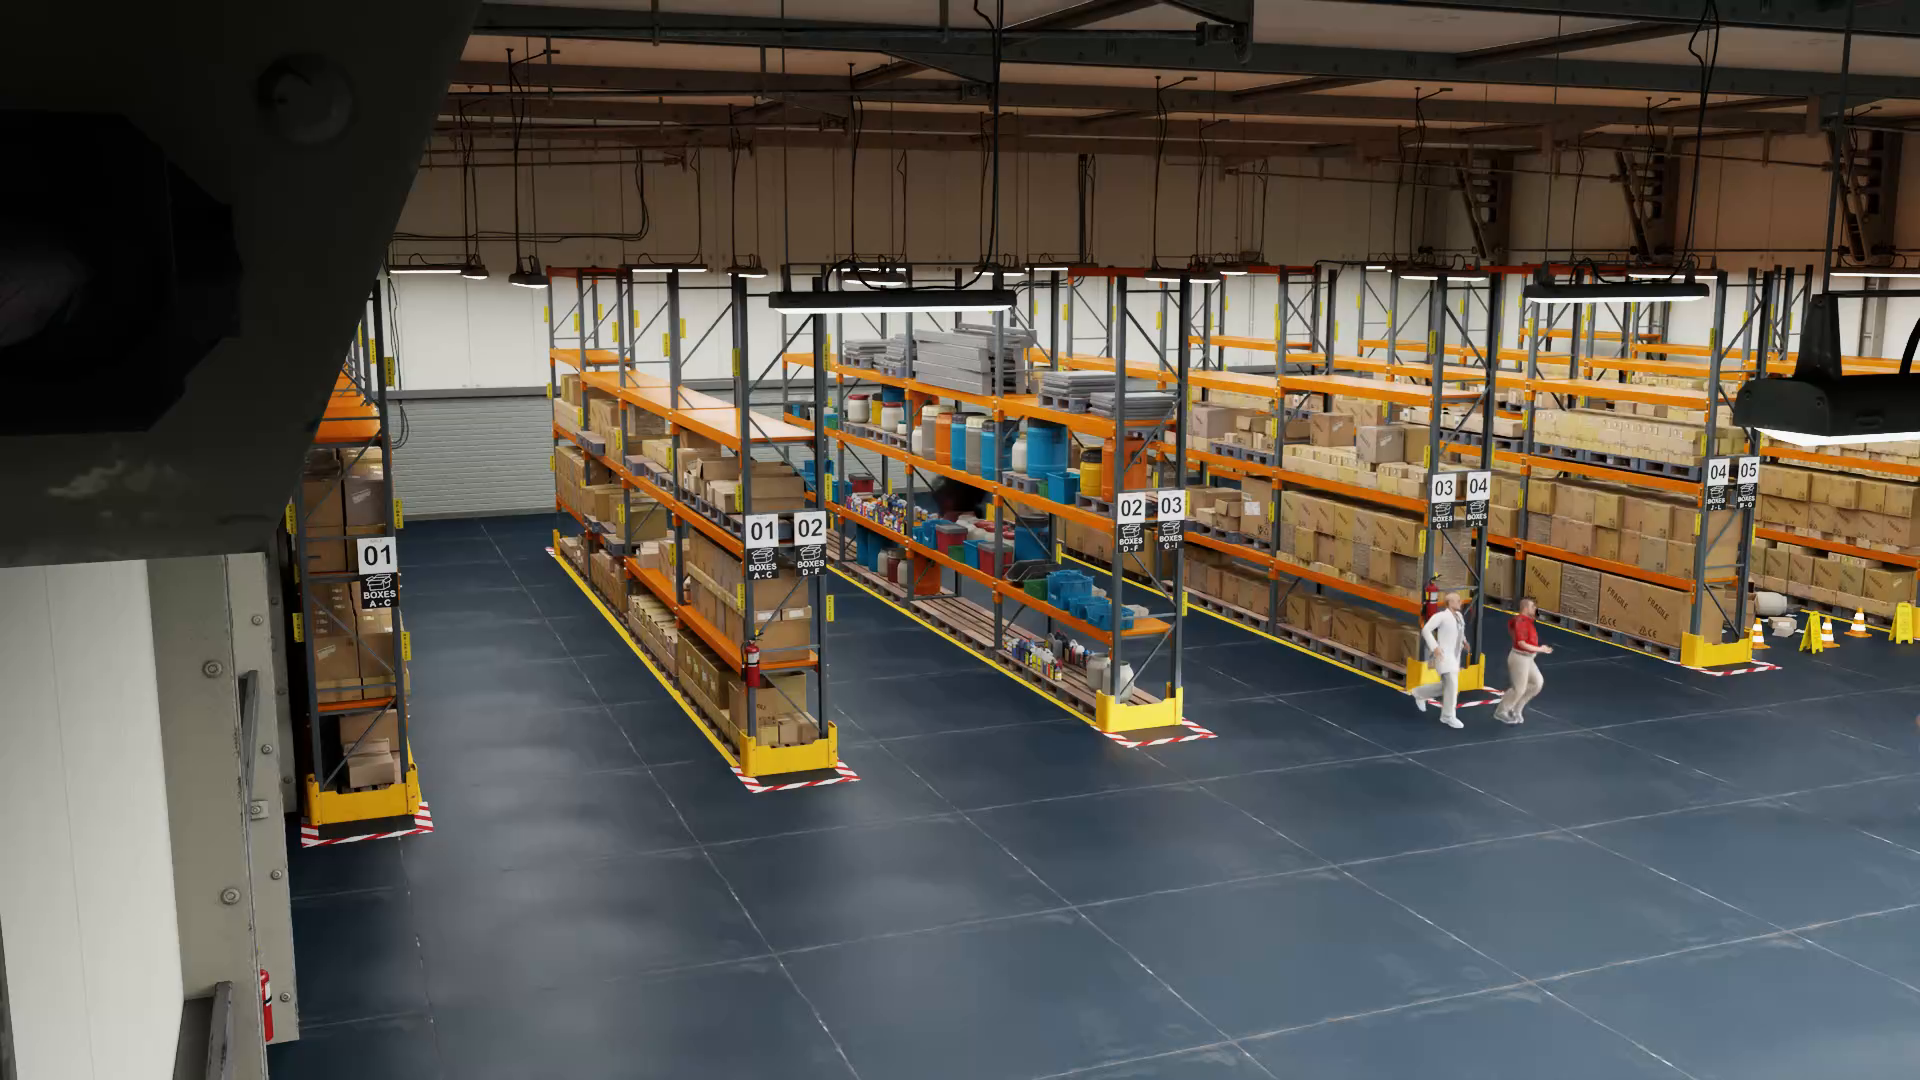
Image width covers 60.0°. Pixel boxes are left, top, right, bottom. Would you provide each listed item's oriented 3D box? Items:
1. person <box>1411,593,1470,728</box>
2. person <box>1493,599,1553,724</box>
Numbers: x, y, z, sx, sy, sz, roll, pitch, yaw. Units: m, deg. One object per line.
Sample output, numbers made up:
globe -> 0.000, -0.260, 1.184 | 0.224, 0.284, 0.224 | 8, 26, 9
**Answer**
person -> 6.602, 1.583, 22.581 | 0.754, 1.734, 0.934 | -8, 13, -40
person -> 7.595, 1.652, 22.368 | 0.706, 1.759, 0.689 | 5, 11, 25
